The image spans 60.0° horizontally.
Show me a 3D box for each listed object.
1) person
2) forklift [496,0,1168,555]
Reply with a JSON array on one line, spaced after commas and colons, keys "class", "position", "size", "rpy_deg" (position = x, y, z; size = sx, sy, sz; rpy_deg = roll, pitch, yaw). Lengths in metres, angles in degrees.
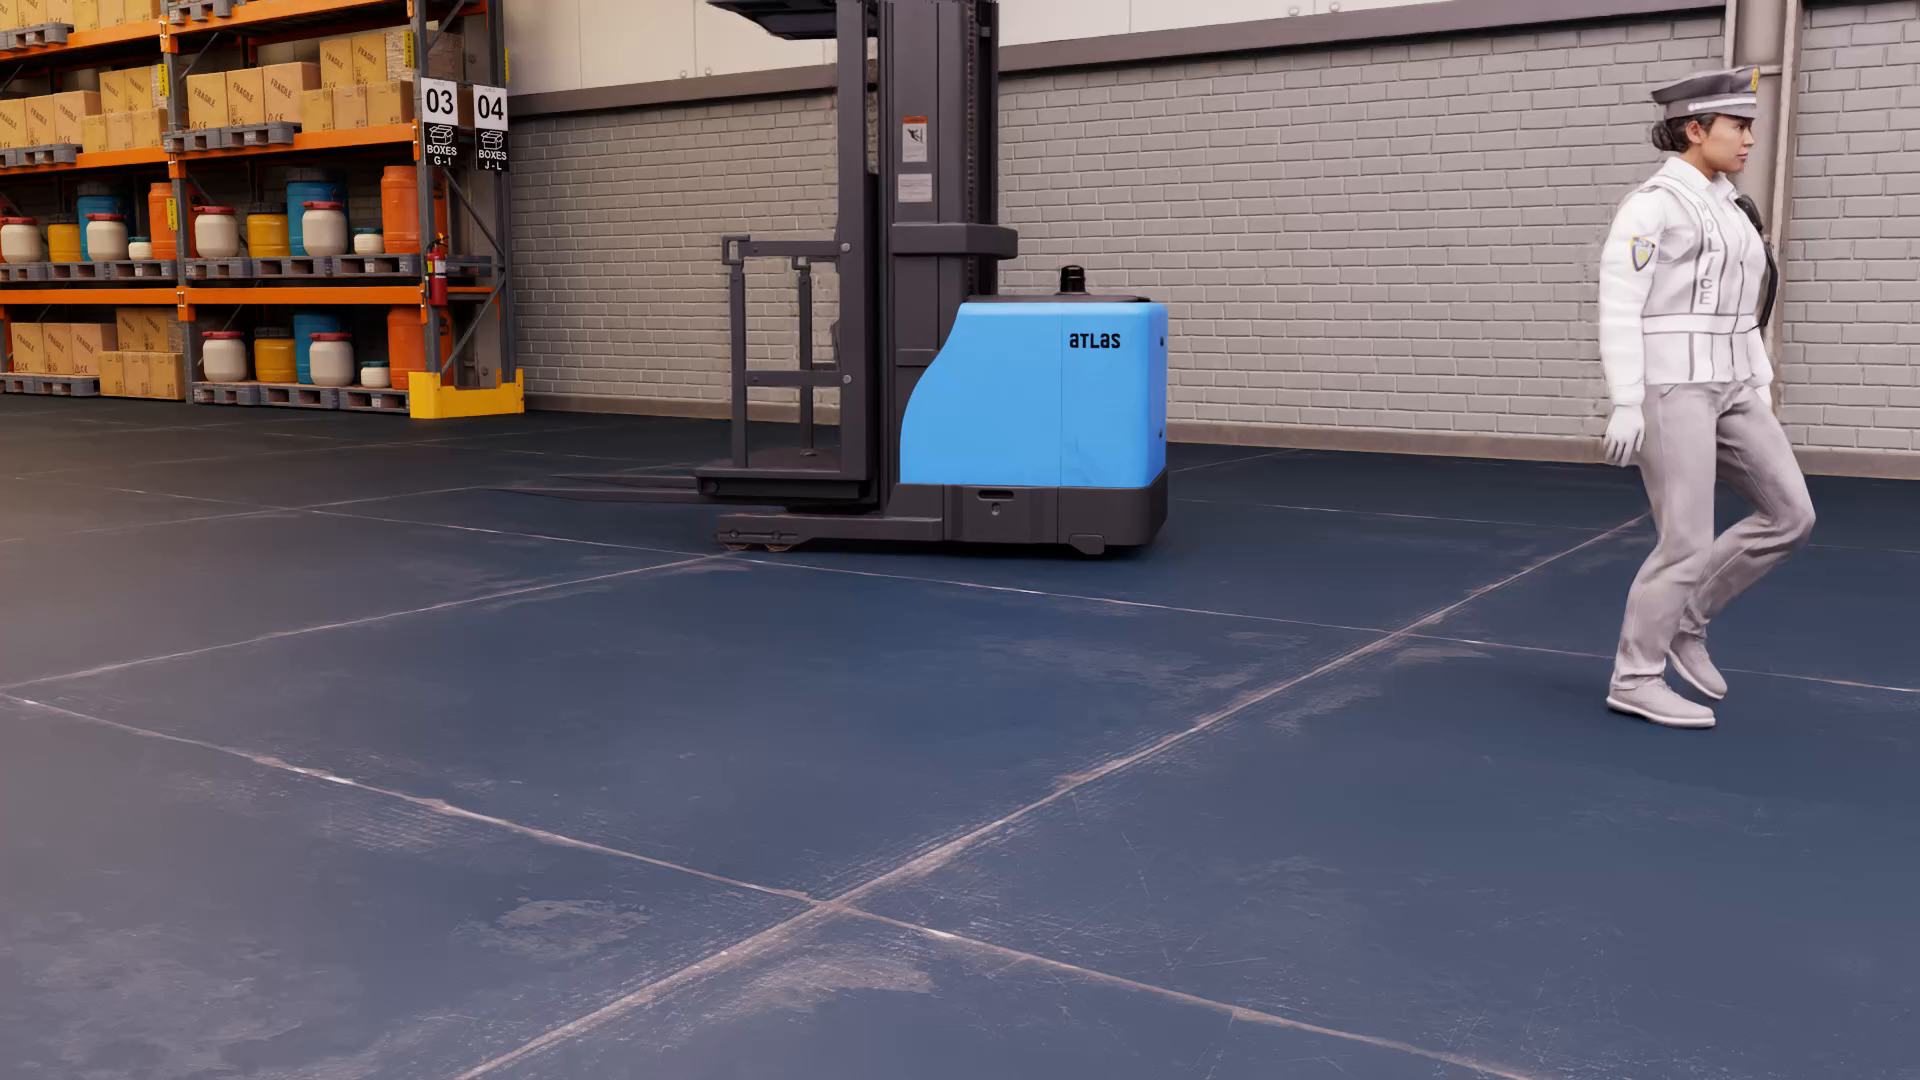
[{"class": "person", "position": [1.906, -0.352, 4.232], "size": [0.624, 1.652, 0.432], "rpy_deg": [-7, 11, -42]}, {"class": "forklift", "position": [-0.596, -1.469, 7.520], "size": [3.031, 2.935, 1.130], "rpy_deg": [2, 8, 12]}]
